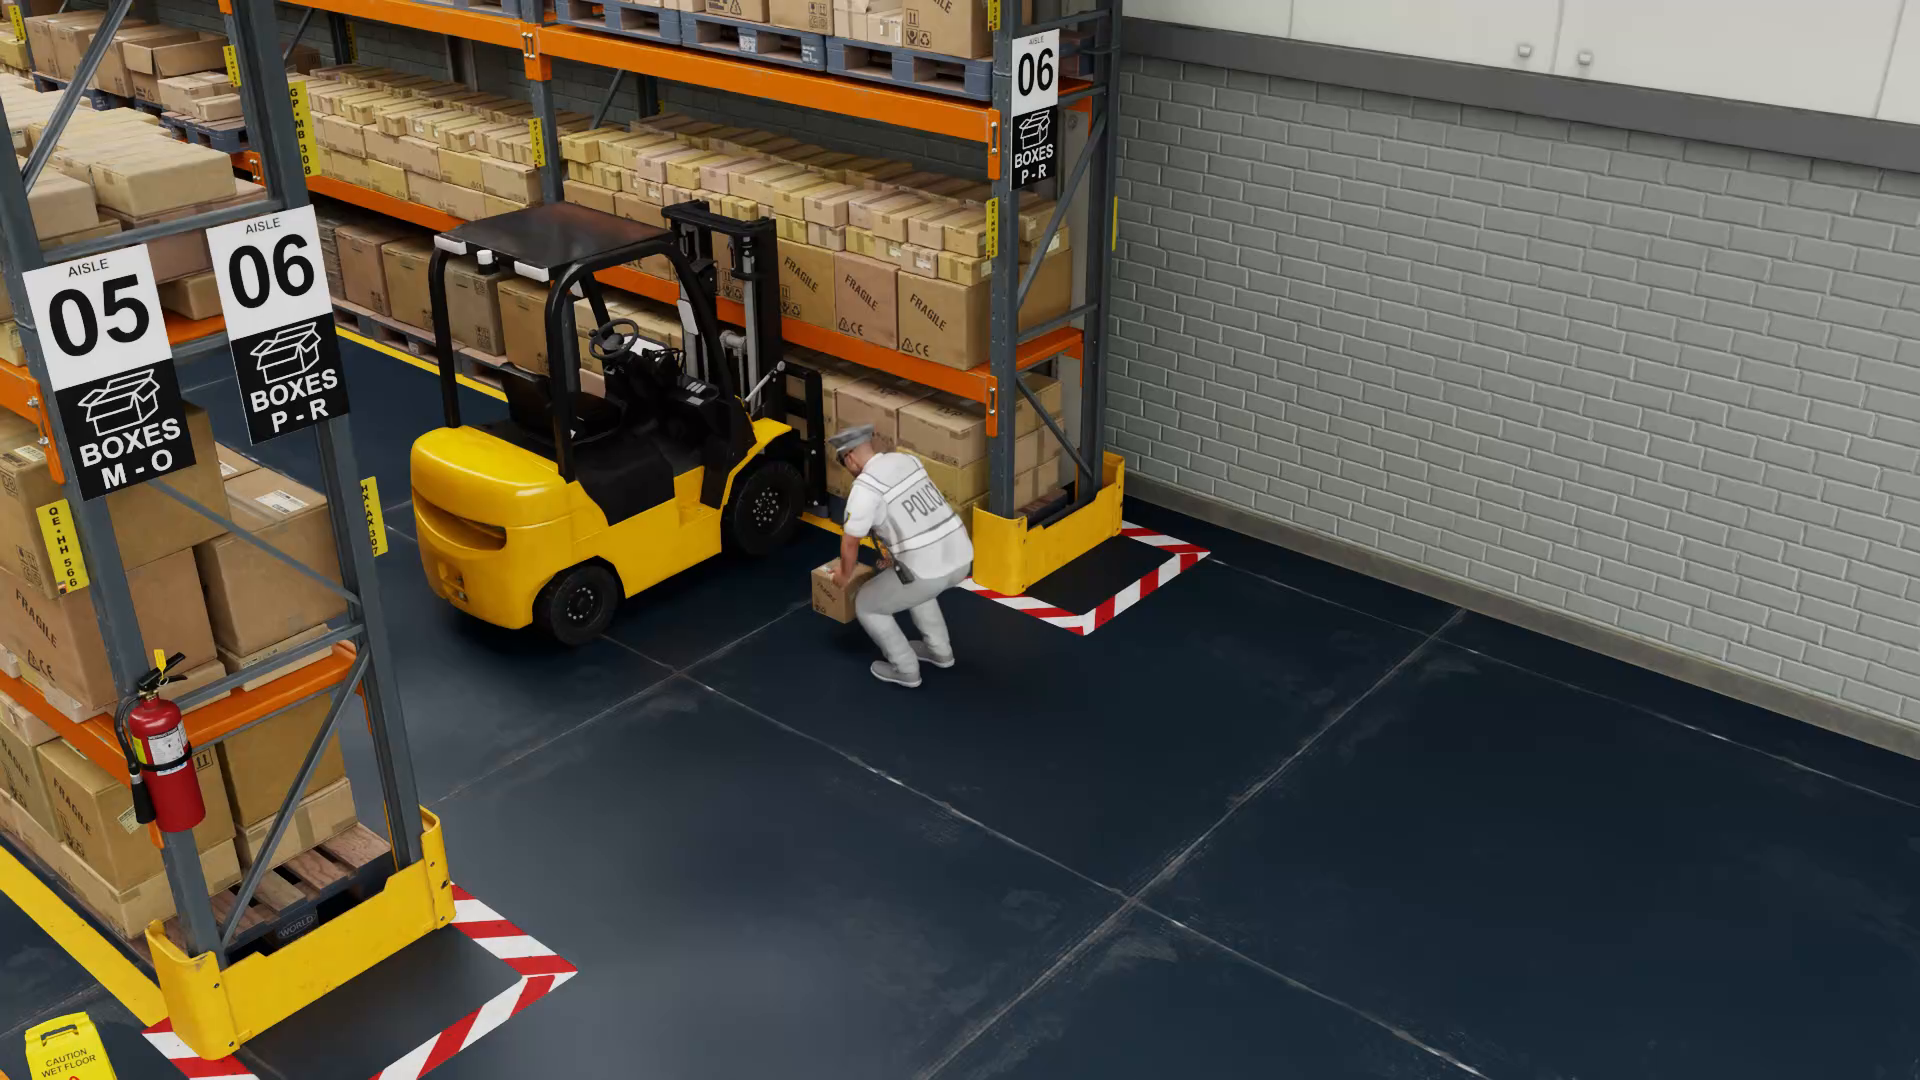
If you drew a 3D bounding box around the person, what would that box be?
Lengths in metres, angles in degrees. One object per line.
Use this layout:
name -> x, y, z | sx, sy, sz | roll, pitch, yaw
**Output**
person -> -0.359, 0.082, 8.864 | 0.775, 1.383, 0.590 | 21, 34, 35
